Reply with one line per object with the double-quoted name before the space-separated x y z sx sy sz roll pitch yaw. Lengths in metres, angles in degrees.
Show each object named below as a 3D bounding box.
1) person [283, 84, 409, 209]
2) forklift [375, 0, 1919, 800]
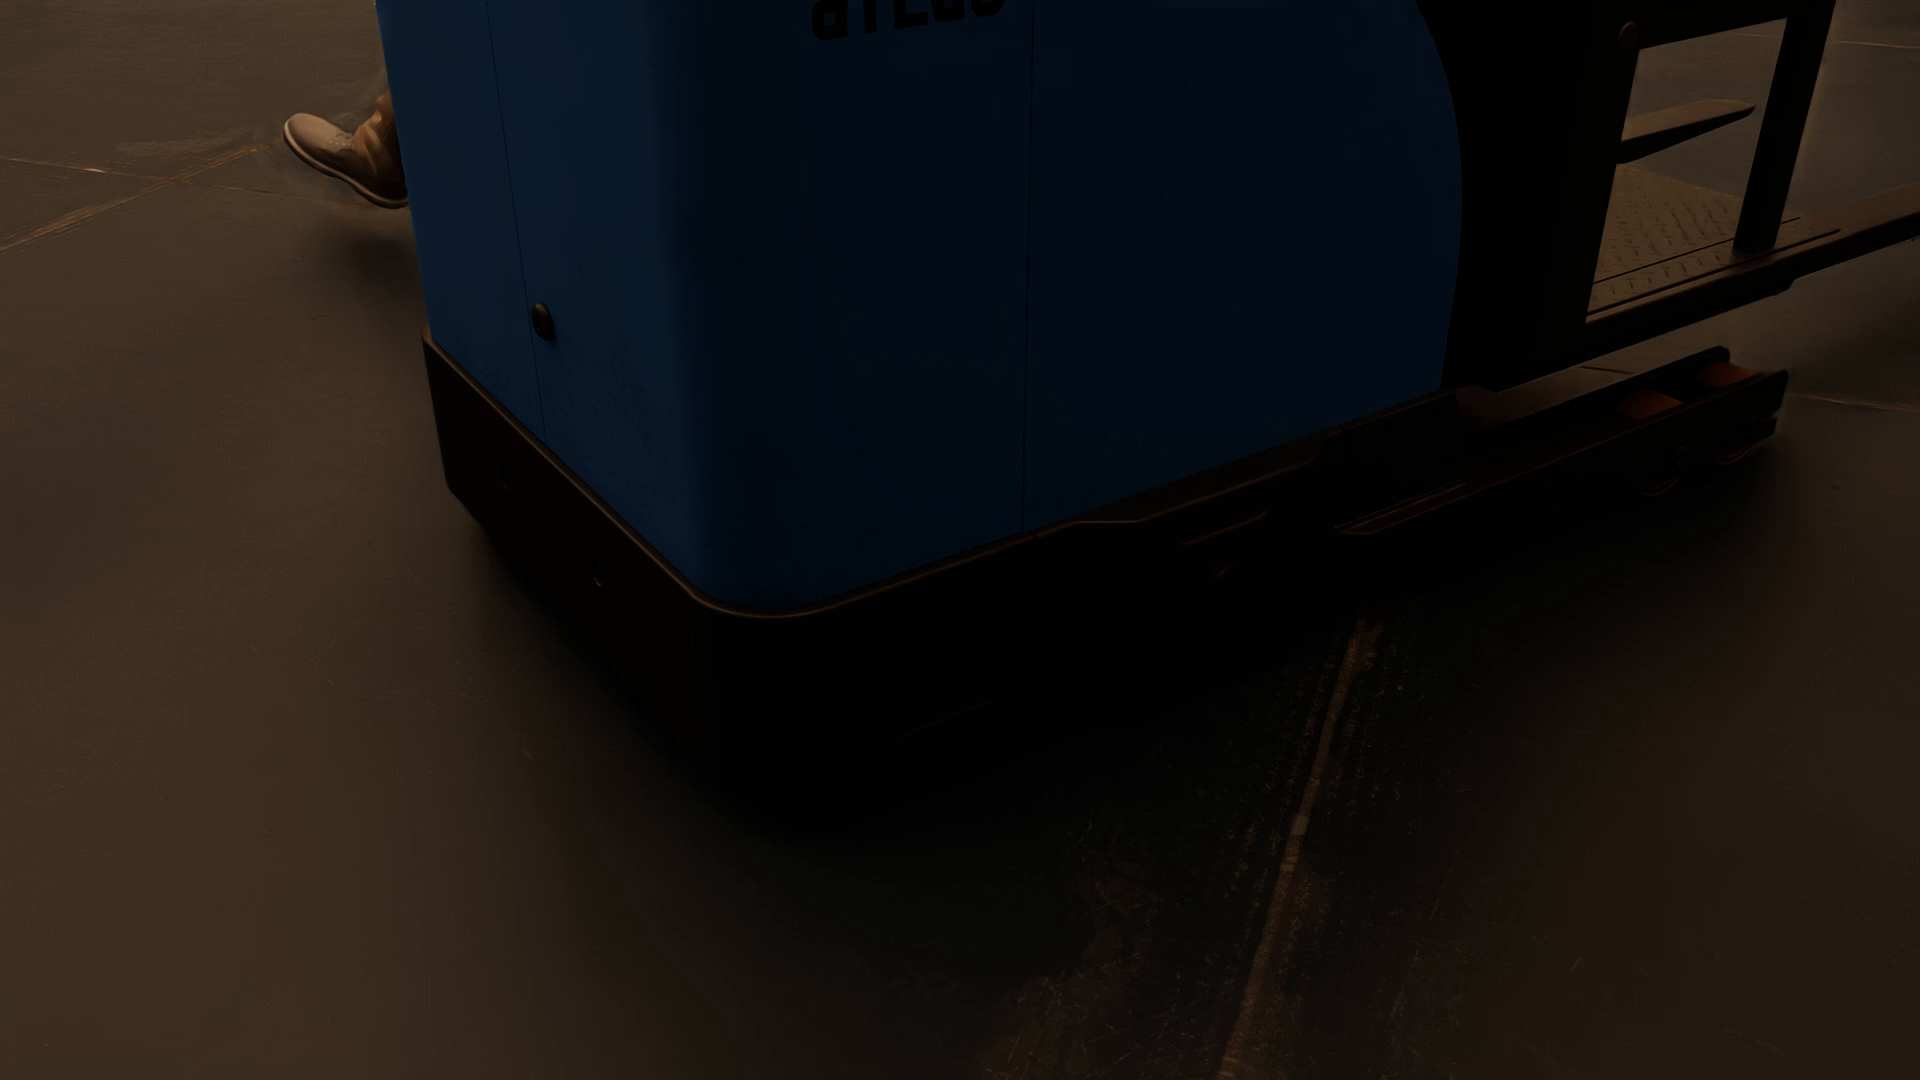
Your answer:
"person" -0.975 -1.113 3.097 1.029 1.380 1.225 -3 30 -4
"forklift" 0.725 -1.538 2.241 3.031 2.935 1.130 -19 35 -30
